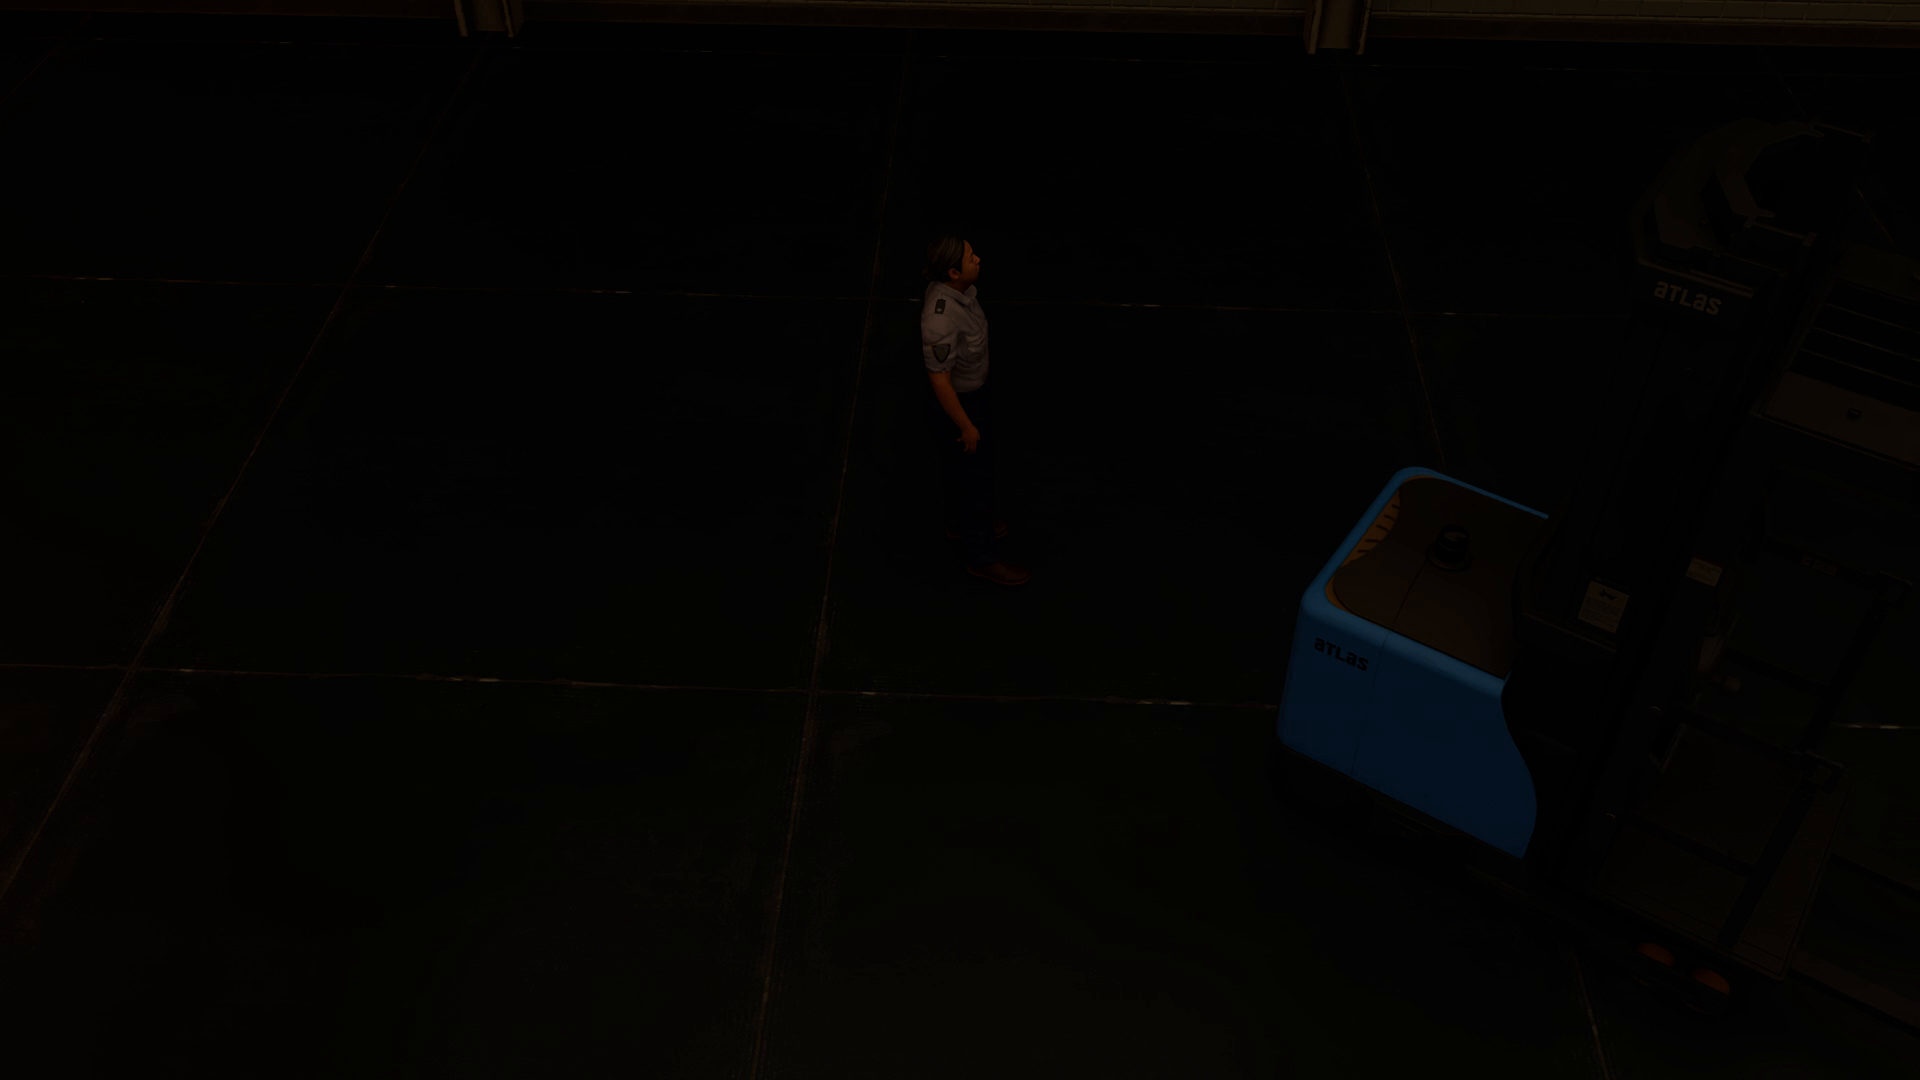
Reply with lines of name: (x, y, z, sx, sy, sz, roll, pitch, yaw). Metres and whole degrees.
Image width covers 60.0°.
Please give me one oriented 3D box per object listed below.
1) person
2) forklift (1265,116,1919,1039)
person: (0.089, -0.595, 7.336, 0.502, 1.651, 0.598, 2, 42, 2)
forklift: (2.746, 0.221, 5.500, 3.031, 2.935, 1.130, 25, 48, 25)
